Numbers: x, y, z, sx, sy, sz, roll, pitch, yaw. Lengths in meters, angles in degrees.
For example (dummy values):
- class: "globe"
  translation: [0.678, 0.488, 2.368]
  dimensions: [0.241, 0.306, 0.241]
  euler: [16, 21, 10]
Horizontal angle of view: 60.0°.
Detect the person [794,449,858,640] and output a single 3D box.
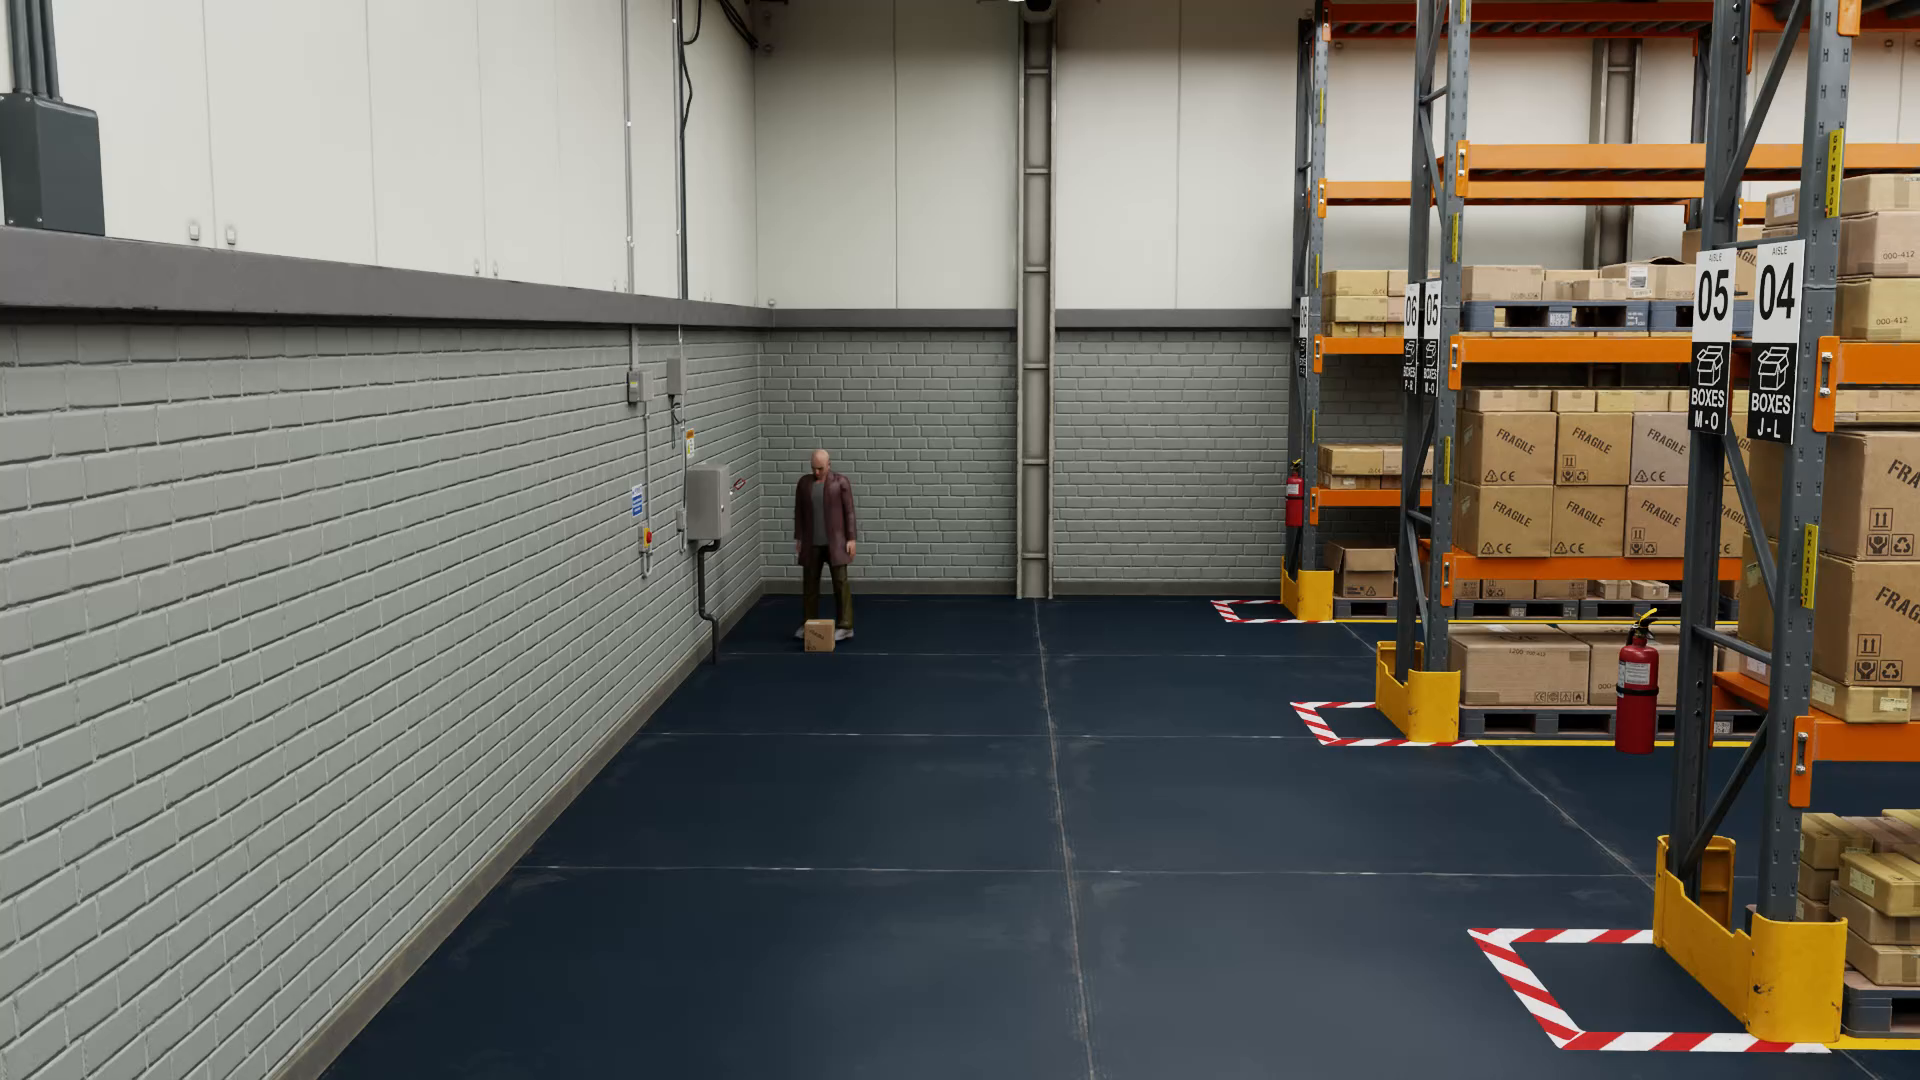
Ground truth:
- class: "person"
  translation: [-1.276, 0.039, 15.405]
  dimensions: [0.629, 1.767, 0.486]
  euler: [2, 7, 14]
